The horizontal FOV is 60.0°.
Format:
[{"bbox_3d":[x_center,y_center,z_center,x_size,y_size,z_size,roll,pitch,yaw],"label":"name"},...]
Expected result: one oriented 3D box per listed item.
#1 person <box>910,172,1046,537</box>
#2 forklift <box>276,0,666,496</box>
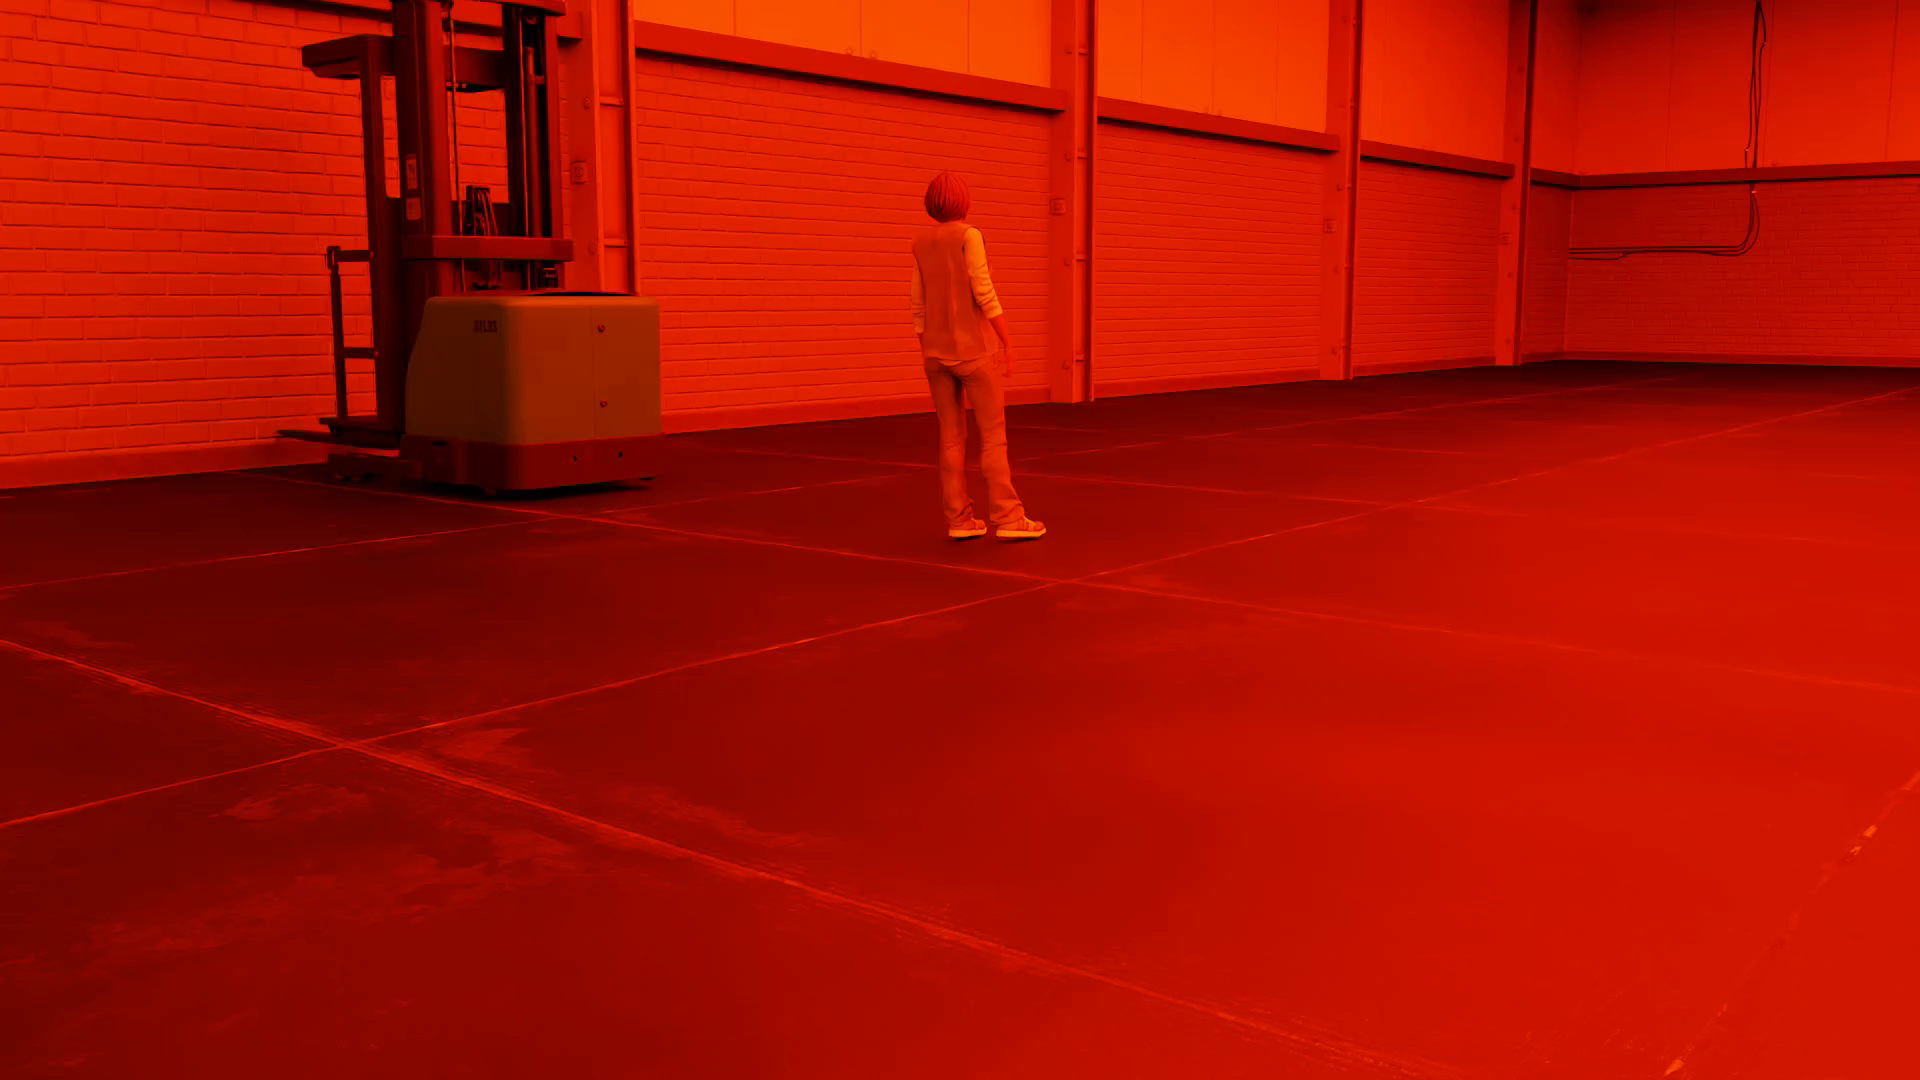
[{"bbox_3d":[0.058,-0.804,7.337,0.521,1.599,0.473,7,11,38],"label":"person"},{"bbox_3d":[-3.105,-1.834,9.818,3.031,2.935,1.130,7,11,41],"label":"forklift"}]
